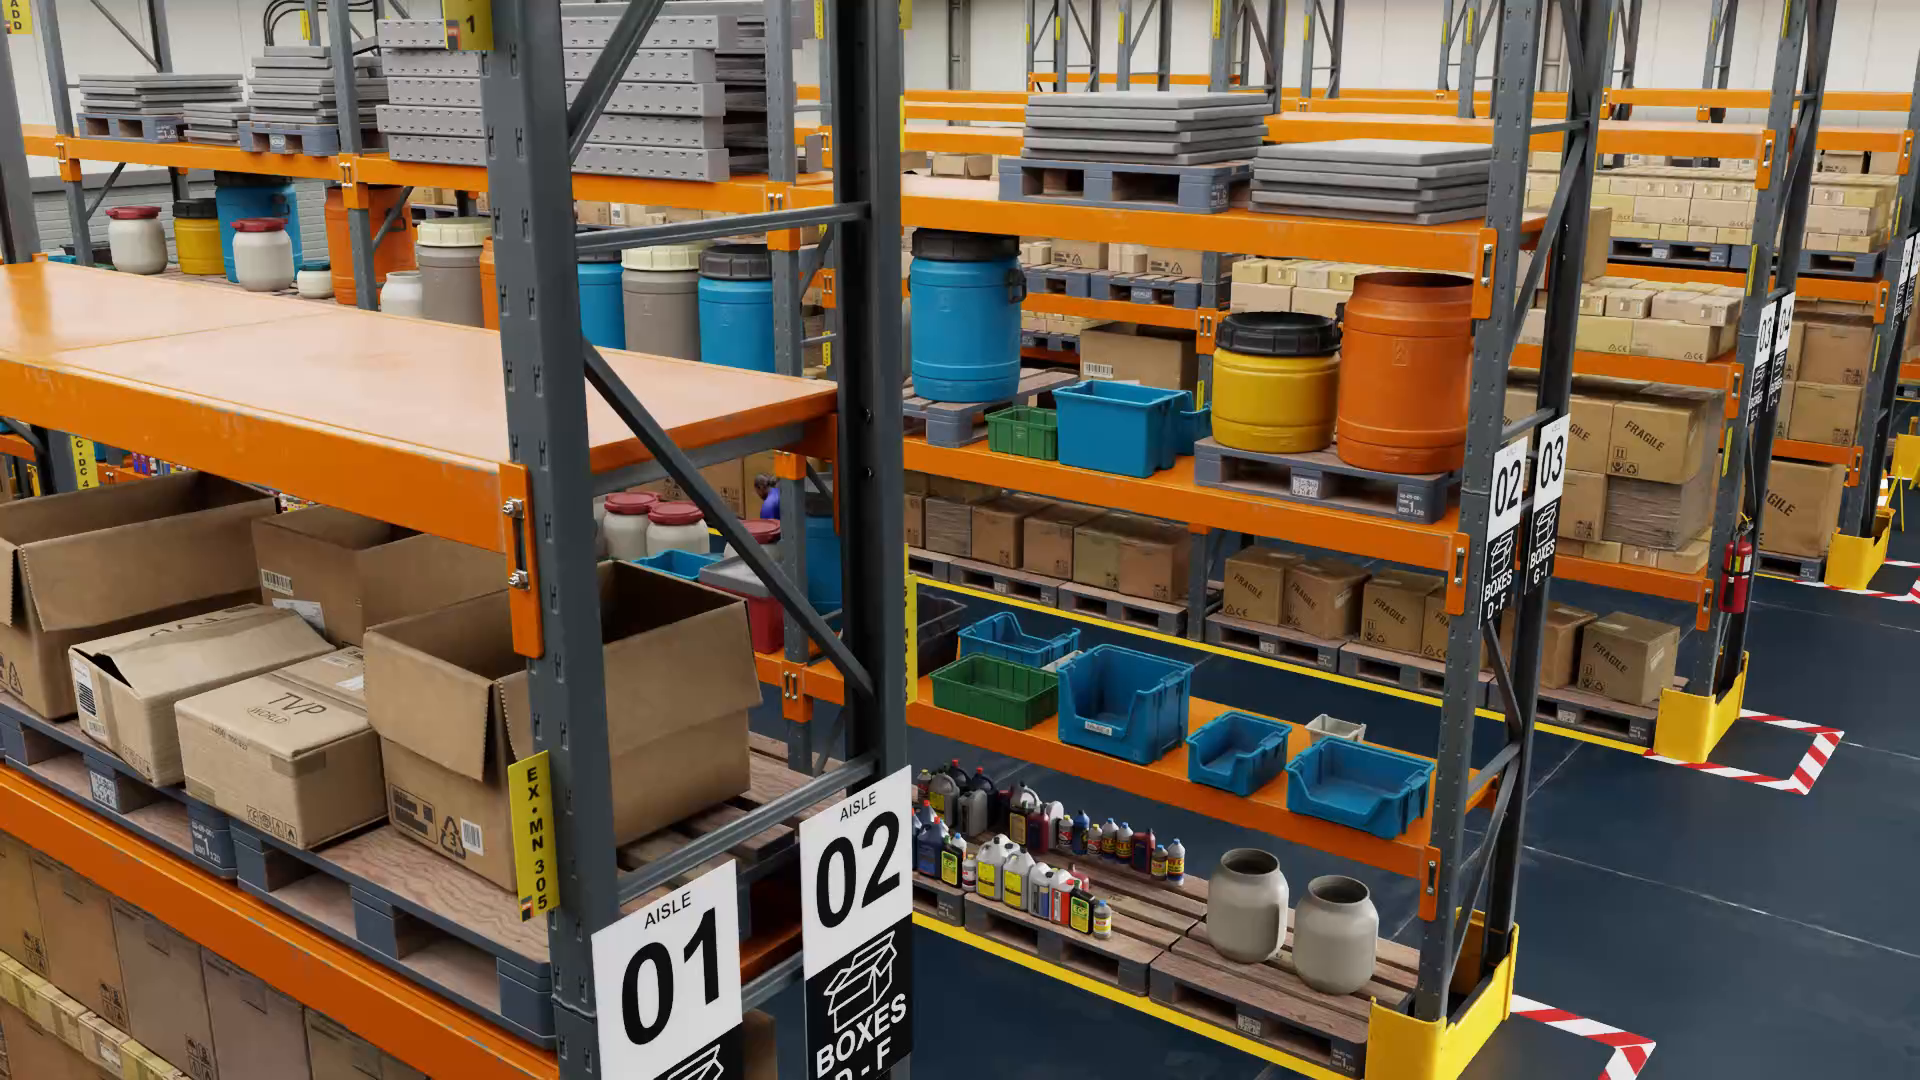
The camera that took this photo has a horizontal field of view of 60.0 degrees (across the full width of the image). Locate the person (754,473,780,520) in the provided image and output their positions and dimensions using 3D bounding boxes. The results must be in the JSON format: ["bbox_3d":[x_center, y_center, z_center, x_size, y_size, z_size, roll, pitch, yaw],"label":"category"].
[{"bbox_3d":[-1.513,0.022,14.597,0.697,1.188,0.495,12,20,35],"label":"person"}]
